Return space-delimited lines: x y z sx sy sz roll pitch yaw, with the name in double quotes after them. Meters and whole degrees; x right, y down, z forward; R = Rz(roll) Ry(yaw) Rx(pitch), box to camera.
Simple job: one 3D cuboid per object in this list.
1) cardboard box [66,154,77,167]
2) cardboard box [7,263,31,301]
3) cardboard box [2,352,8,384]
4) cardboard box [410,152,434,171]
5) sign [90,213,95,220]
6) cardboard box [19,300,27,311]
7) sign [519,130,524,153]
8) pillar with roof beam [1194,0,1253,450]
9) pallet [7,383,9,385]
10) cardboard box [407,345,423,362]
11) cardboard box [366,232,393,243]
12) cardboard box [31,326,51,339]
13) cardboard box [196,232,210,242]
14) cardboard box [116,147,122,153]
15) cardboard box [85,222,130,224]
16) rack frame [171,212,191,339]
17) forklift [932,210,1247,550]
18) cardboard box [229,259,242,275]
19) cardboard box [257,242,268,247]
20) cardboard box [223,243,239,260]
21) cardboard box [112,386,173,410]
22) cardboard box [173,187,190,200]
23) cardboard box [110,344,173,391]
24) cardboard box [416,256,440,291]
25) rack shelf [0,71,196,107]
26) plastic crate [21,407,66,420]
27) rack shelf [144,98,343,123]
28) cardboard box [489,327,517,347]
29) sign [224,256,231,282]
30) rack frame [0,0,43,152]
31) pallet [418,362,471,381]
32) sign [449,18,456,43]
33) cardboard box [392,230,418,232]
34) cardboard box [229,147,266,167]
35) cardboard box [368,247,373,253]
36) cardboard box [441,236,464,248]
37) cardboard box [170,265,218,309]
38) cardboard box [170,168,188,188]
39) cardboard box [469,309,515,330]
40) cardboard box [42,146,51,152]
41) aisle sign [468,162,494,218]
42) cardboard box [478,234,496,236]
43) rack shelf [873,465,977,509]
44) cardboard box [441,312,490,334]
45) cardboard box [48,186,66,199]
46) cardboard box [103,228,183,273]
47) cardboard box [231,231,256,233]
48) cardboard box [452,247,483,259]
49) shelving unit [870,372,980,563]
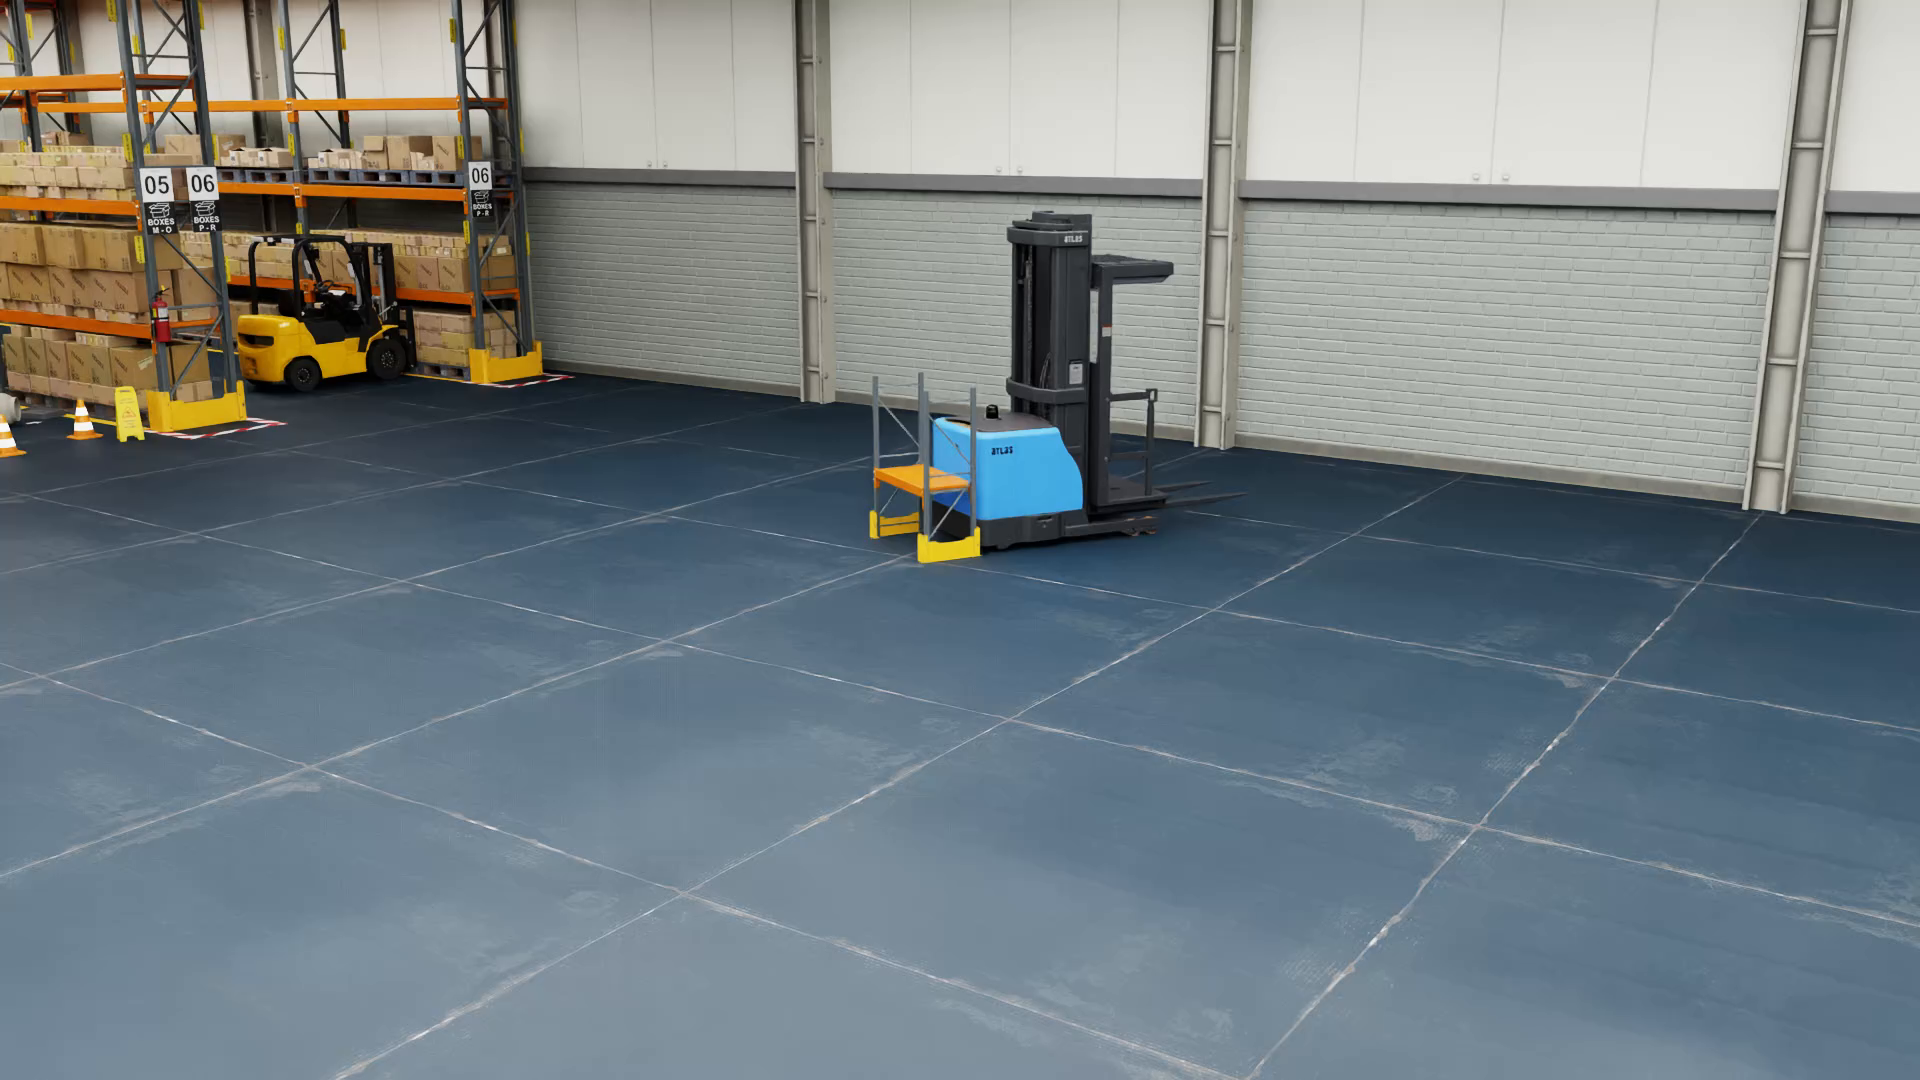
-11.070 -4.816 21.083 0.250 0.149 0.380 9 16 31 "cardboard box"
-12.307 -3.469 22.192 0.500 0.500 0.500 9 17 33 "cardboard box"
-13.383 -2.451 23.504 0.625 0.372 0.950 9 17 34 "cardboard box"
-7.928 -5.634 24.724 0.258 0.266 0.396 9 17 33 "cardboard box"
-16.511 -6.189 31.600 0.005 0.325 0.100 9 17 33 "sign"
-12.388 -3.172 22.343 0.250 0.149 0.380 9 17 33 "cardboard box"
-6.545 -5.935 24.758 0.005 0.325 0.100 9 17 33 "sign"
0.620 -4.624 15.203 0.400 9.000 9.100 9 17 33 "pillar with roof beam"
-13.593 -2.203 23.712 1.213 0.211 1.003 9 17 33 "pallet"
-8.244 -2.913 25.625 0.500 0.250 0.500 9 17 33 "cardboard box"
-8.967 -4.692 25.785 0.250 0.149 0.380 9 17 33 "cardboard box"
-12.110 -2.771 22.138 0.250 0.149 0.380 10 17 35 "cardboard box"
-12.724 -5.144 28.230 0.250 0.149 0.380 9 17 33 "cardboard box"
-14.544 -6.812 29.148 0.250 0.149 0.380 9 16 32 "cardboard box"
-15.460 -5.484 30.080 0.500 0.500 0.700 9 17 33 "cardboard box"
-13.498 -4.980 29.123 0.127 3.000 1.000 9 17 33 "rack frame"
1.289 -1.563 15.463 3.031 2.935 1.130 -7 15 -26 "forklift"
-11.991 -4.592 27.872 0.500 0.250 0.500 10 17 35 "cardboard box"
-11.277 -4.891 27.208 0.250 0.149 0.380 9 16 31 "cardboard box"
-11.989 -4.837 27.817 0.500 0.250 0.500 9 17 34 "cardboard box"
-10.468 -1.844 21.303 0.500 0.250 0.500 9 17 33 "cardboard box"
-9.721 -4.360 20.900 0.250 0.149 0.380 9 17 33 "cardboard box"
-10.437 -2.205 21.203 0.500 0.500 0.500 9 17 33 "cardboard box"
-7.840 -4.040 25.121 0.500 0.500 0.500 10 17 35 "cardboard box"
-11.287 -5.746 21.239 4.000 0.370 1.077 9 17 33 "rack shelf"
-12.101 -1.662 21.796 0.583 0.080 0.402 3 14 14 "plastic crate"
-11.839 -7.080 27.453 4.000 0.370 1.077 9 17 33 "rack shelf"
-7.134 -3.123 25.431 0.500 0.250 0.500 10 17 34 "cardboard box"
-9.324 -3.445 21.122 0.005 0.325 0.100 9 17 33 "sign"
-12.946 -6.365 22.235 0.127 3.000 1.000 9 17 33 "rack frame"
-7.518 -2.647 25.505 1.213 0.211 1.003 9 17 33 "pallet"
-7.175 -7.204 23.517 0.005 0.325 0.100 9 17 33 "sign"
-8.701 -4.790 26.181 0.250 0.149 0.380 9 16 32 "cardboard box"
-11.553 -6.260 27.156 0.500 0.311 0.500 9 16 31 "cardboard box"
-9.015 -4.534 25.765 0.250 0.149 0.380 9 16 31 "cardboard box"
-7.497 -4.447 24.796 0.250 0.149 0.380 9 17 33 "cardboard box"
-9.865 -3.228 21.221 0.500 0.500 0.500 9 16 32 "cardboard box"
-9.896 -4.565 20.898 0.500 0.250 0.500 9 16 32 "cardboard box"
-7.153 -3.363 25.362 0.500 0.250 0.500 9 16 32 "cardboard box"
-16.366 -7.055 30.088 0.250 0.149 0.380 9 16 32 "cardboard box"
-6.969 -5.101 24.205 0.004 0.787 0.394 9 17 33 "aisle sign"
-7.205 -4.550 25.212 0.250 0.149 0.380 10 17 35 "cardboard box"
-0.323 -0.493 14.871 0.538 0.185 1.000 -7 16 -27 "rack shelf"
-7.416 -3.261 24.947 0.500 0.250 0.500 10 17 35 "cardboard box"
-11.379 -4.440 21.223 0.250 0.149 0.380 9 16 32 "cardboard box"
-10.173 -3.620 20.722 0.500 0.500 0.700 9 16 31 "cardboard box"
-12.239 -5.210 28.498 0.250 0.149 0.380 9 17 32 "cardboard box"
-7.304 -4.261 24.661 0.250 0.149 0.380 9 17 34 "cardboard box"
-0.327 -0.670 14.835 0.587 1.500 1.083 -7 16 -27 "shelving unit"
